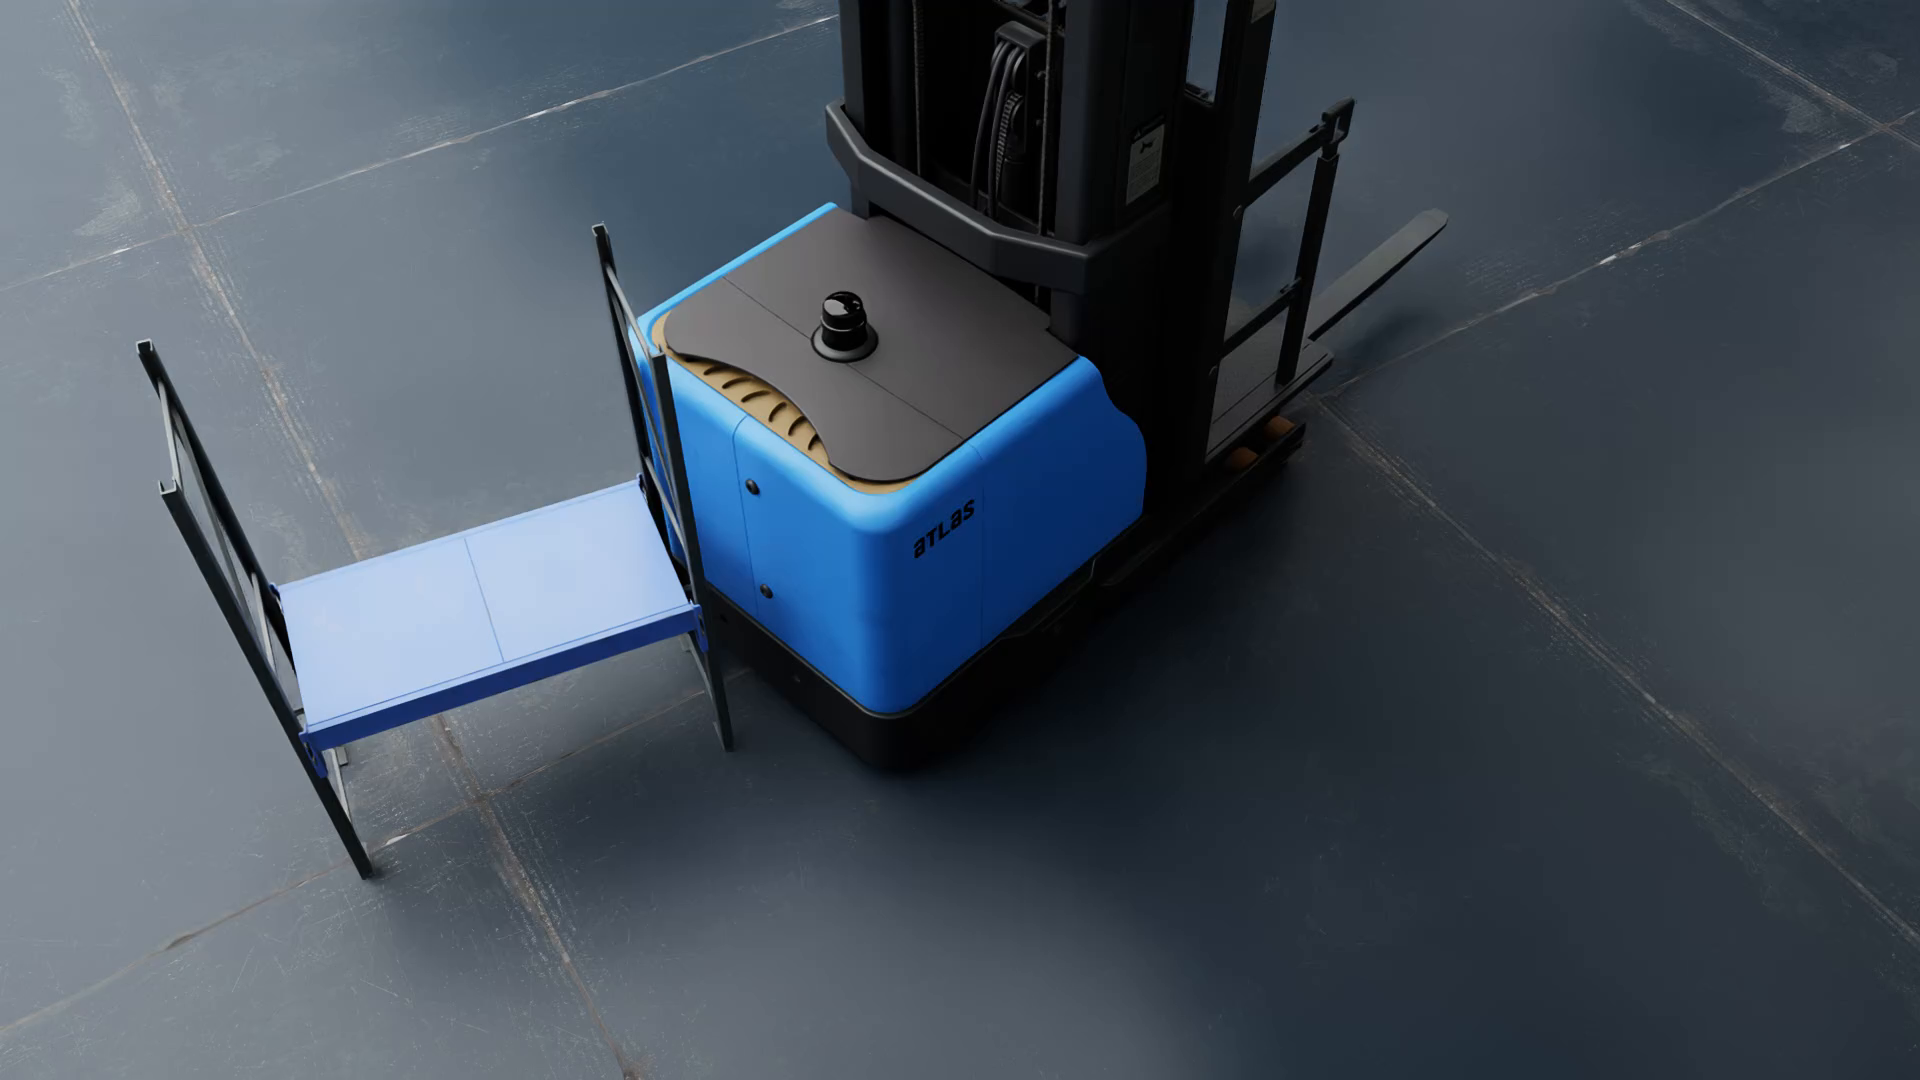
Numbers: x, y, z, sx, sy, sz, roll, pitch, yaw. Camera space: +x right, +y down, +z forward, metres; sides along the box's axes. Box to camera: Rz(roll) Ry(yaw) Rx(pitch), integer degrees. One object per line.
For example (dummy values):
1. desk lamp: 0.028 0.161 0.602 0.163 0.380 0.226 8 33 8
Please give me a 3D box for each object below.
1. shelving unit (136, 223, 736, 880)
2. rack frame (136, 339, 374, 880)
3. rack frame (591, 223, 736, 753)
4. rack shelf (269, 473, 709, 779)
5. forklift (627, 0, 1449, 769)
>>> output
1. shelving unit: -1.217 0.082 4.173 1.048 1.500 0.538 -18 51 -15
2. rack frame: -1.683 0.233 4.038 0.032 1.500 0.500 -18 51 -15
3. rack frame: -0.751 -0.070 4.308 0.032 1.500 0.500 -18 51 -15
4. rack shelf: -1.217 0.201 4.307 1.000 0.185 0.538 -18 51 -15
5. forklift: 0.479 -1.350 4.489 1.130 2.935 3.031 35 57 27
